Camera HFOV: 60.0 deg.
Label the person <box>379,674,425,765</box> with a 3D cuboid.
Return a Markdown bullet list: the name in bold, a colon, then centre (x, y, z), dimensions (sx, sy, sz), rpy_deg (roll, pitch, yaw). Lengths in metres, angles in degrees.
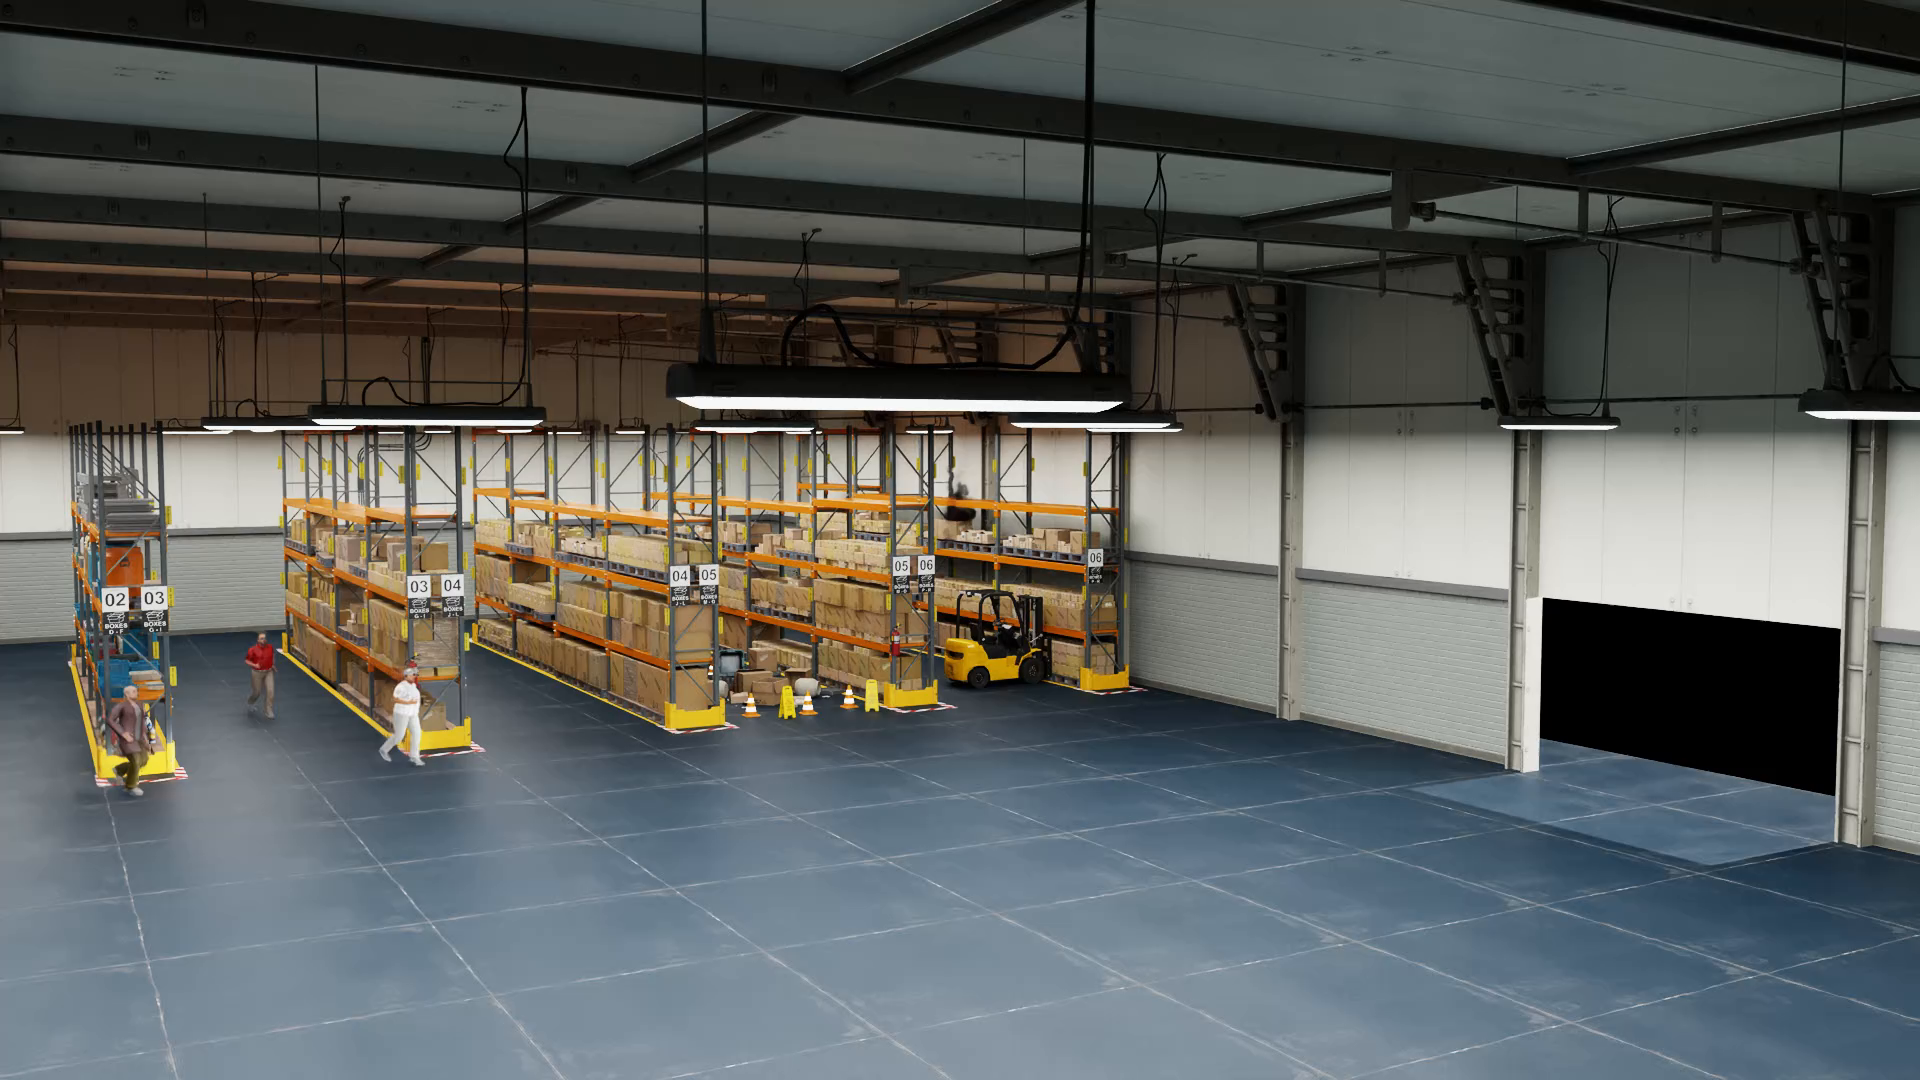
- **person**: centre (-9.742, 3.102, 29.208), dimensions (0.859, 1.663, 0.615), rpy_deg (1, 4, 22)

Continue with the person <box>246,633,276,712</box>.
- **person**: centre (-14.319, 2.709, 34.083), dimensions (0.647, 1.618, 0.876), rpy_deg (-3, 5, -44)

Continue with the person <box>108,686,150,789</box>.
- **person**: centre (-13.354, 3.171, 26.765), dimensions (0.548, 1.652, 0.742), rpy_deg (1, 4, 15)
